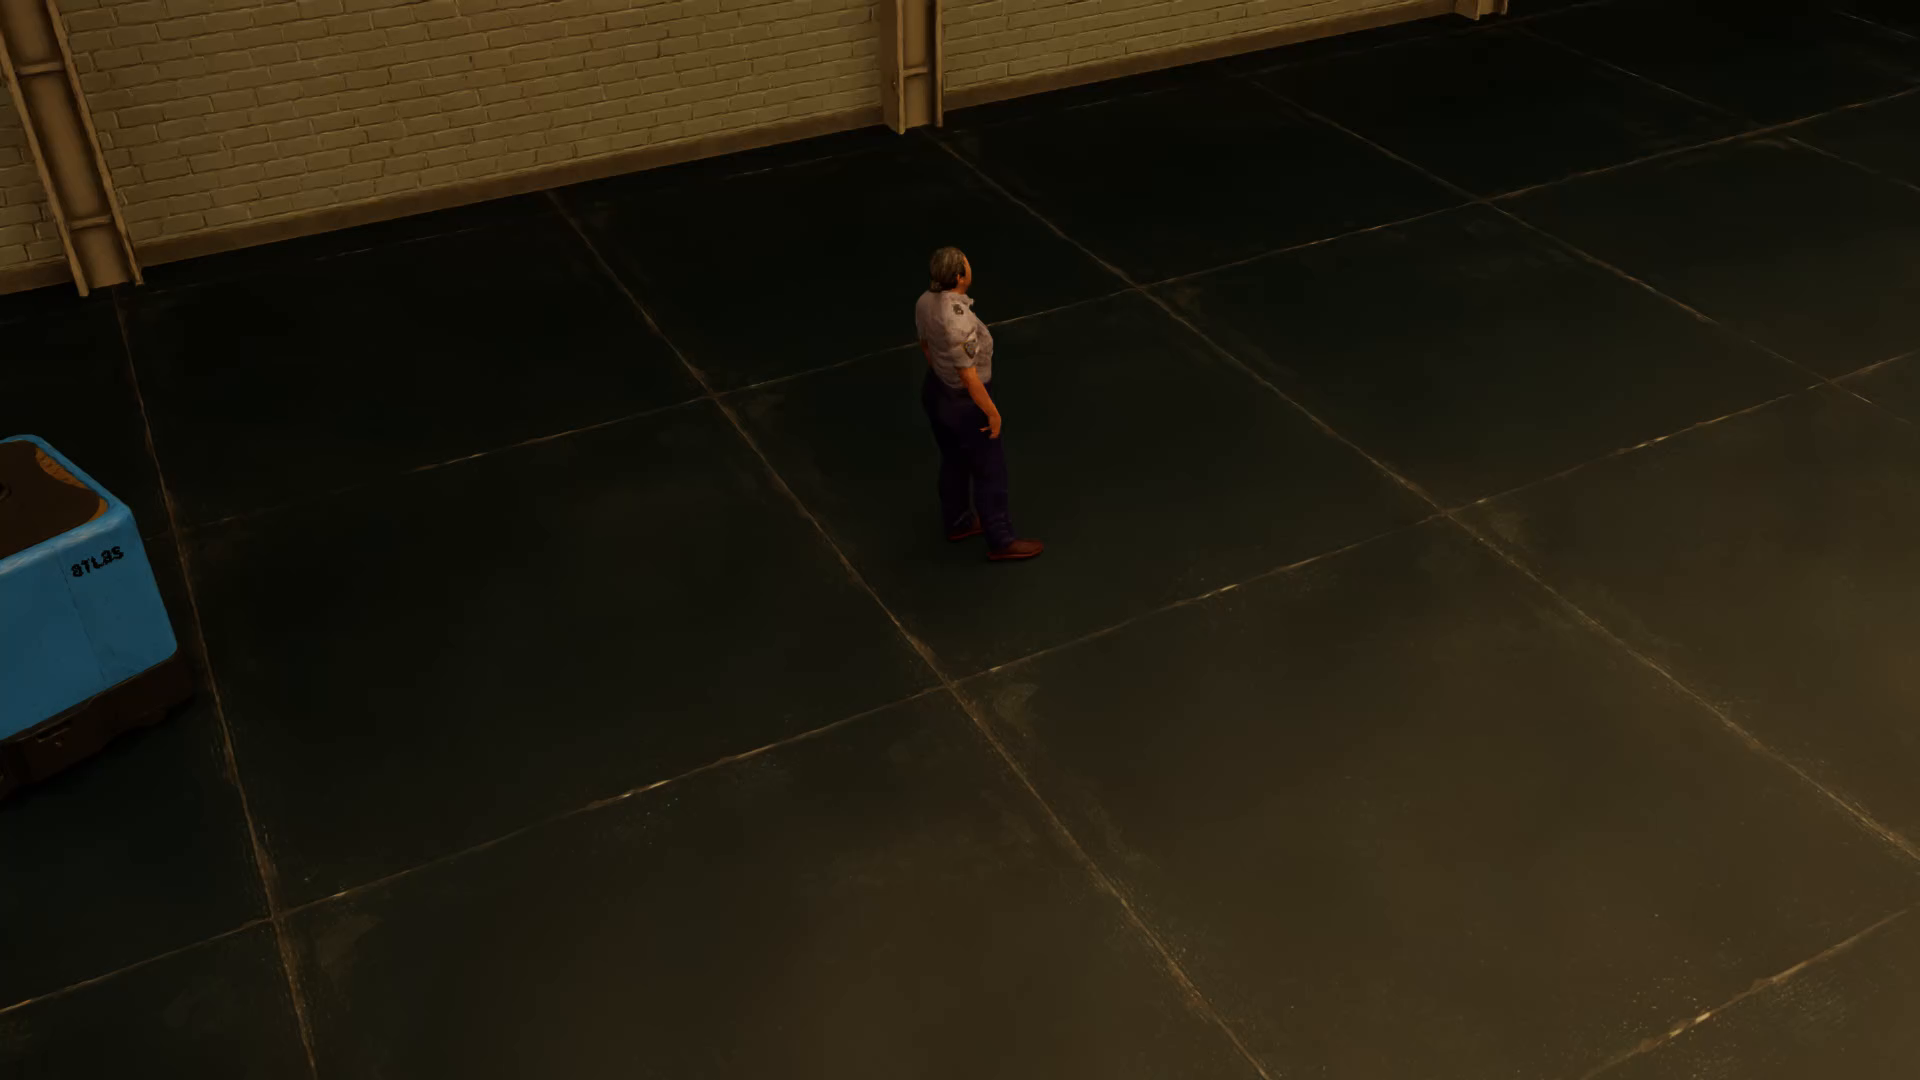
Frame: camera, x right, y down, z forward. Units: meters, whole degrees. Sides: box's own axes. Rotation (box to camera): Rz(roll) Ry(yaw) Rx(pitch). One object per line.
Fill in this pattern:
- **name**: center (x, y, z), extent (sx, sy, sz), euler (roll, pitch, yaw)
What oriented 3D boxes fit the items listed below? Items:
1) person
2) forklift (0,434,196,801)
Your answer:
- **person**: center (0.090, -0.692, 8.201), extent (0.502, 1.650, 0.599), euler (-17, 39, -23)
- **forklift**: center (-4.841, -0.004, 6.129), extent (1.130, 2.935, 3.031), euler (27, 44, 33)
